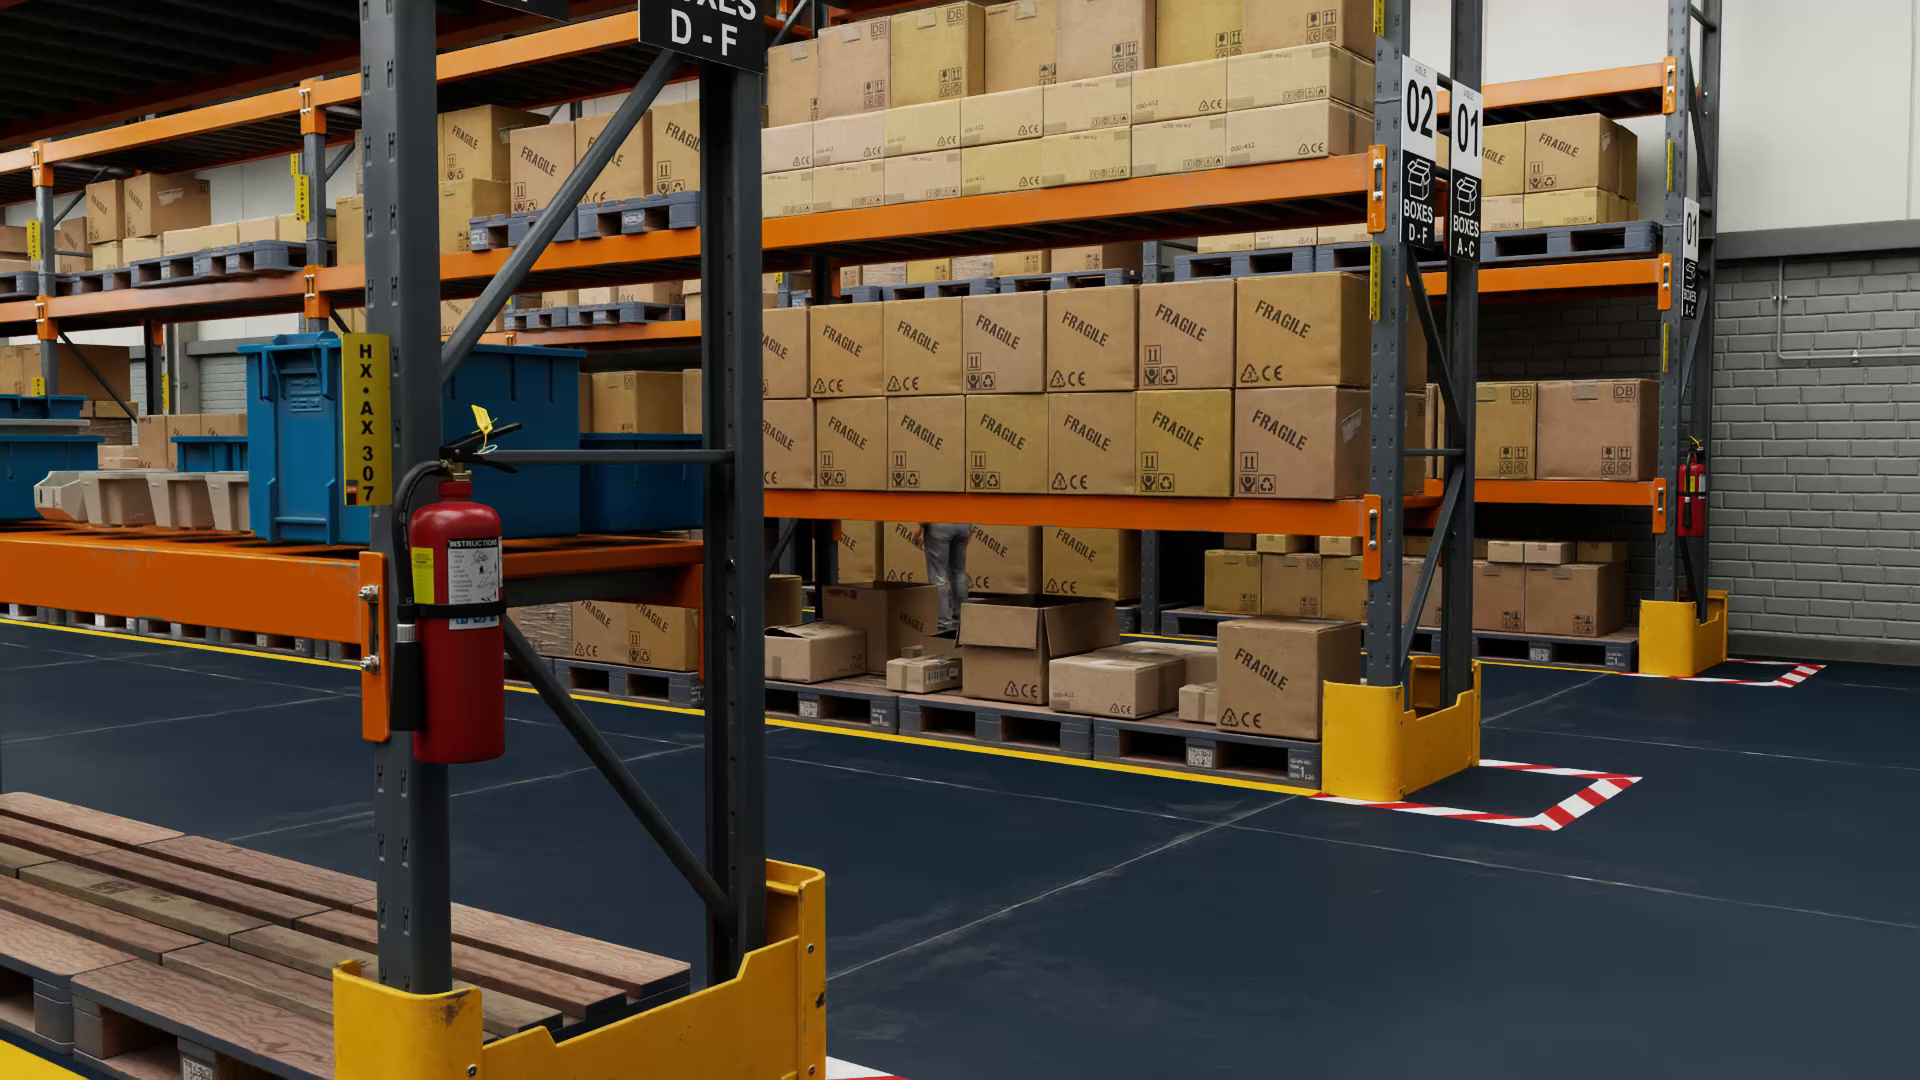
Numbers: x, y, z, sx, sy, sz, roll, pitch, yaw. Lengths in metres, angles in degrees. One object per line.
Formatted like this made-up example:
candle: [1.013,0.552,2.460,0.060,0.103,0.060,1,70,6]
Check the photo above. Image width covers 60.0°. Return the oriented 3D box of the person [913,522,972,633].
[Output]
person: [-0.140,-0.116,13.550,0.428,1.790,0.552,3,4,44]
